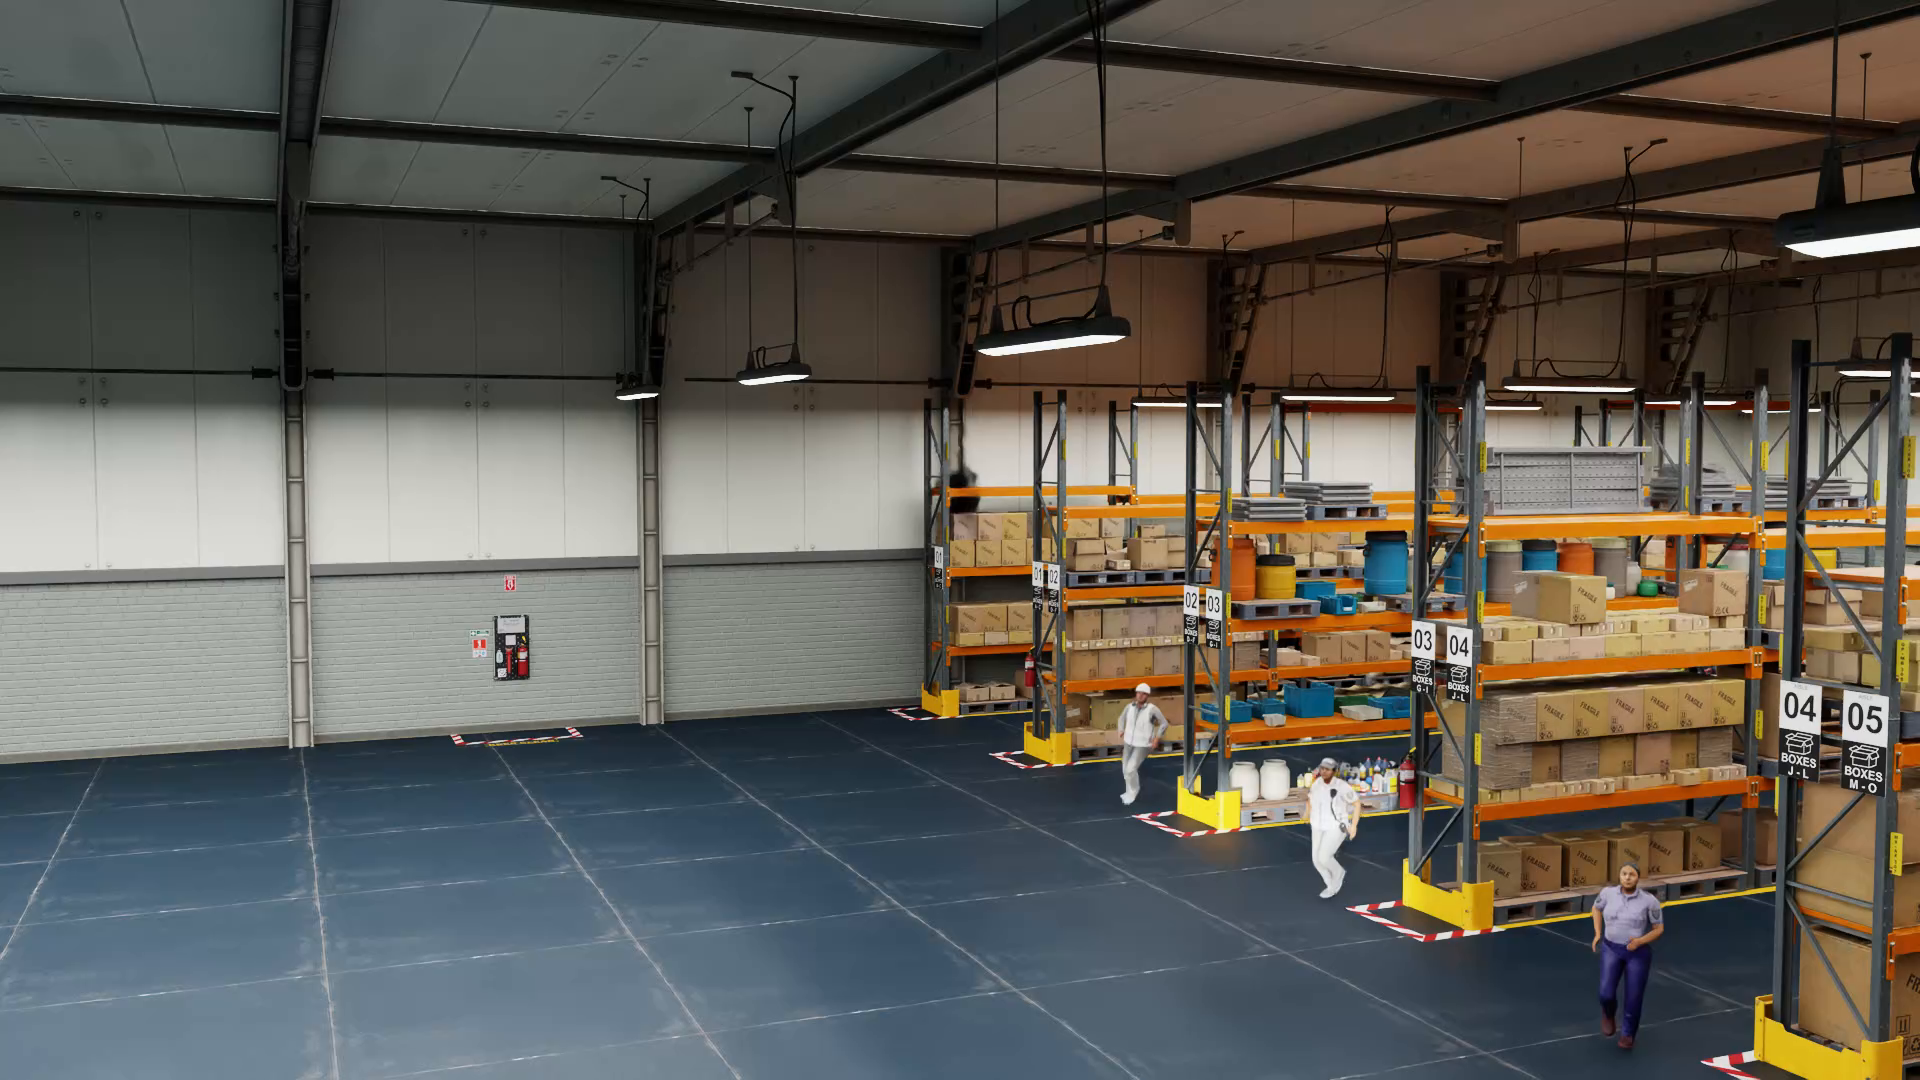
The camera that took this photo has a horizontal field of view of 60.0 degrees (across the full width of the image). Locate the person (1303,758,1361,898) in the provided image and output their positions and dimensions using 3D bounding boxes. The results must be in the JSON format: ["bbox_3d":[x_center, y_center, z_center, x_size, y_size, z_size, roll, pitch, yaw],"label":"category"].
[{"bbox_3d":[4.161,3.261,18.778,0.605,1.617,0.624,-3,4,-41],"label":"person"}]

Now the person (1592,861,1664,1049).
[{"bbox_3d":[5.635,3.527,14.093,0.600,1.606,0.553,2,4,29],"label":"person"}]

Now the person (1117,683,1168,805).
[{"bbox_3d":[2.544,2.908,23.699,0.715,1.750,0.641,3,4,37],"label":"person"}]

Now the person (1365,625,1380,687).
[{"bbox_3d":[8.007,2.379,32.293,0.640,1.759,0.648,-2,4,-27],"label":"person"}]
